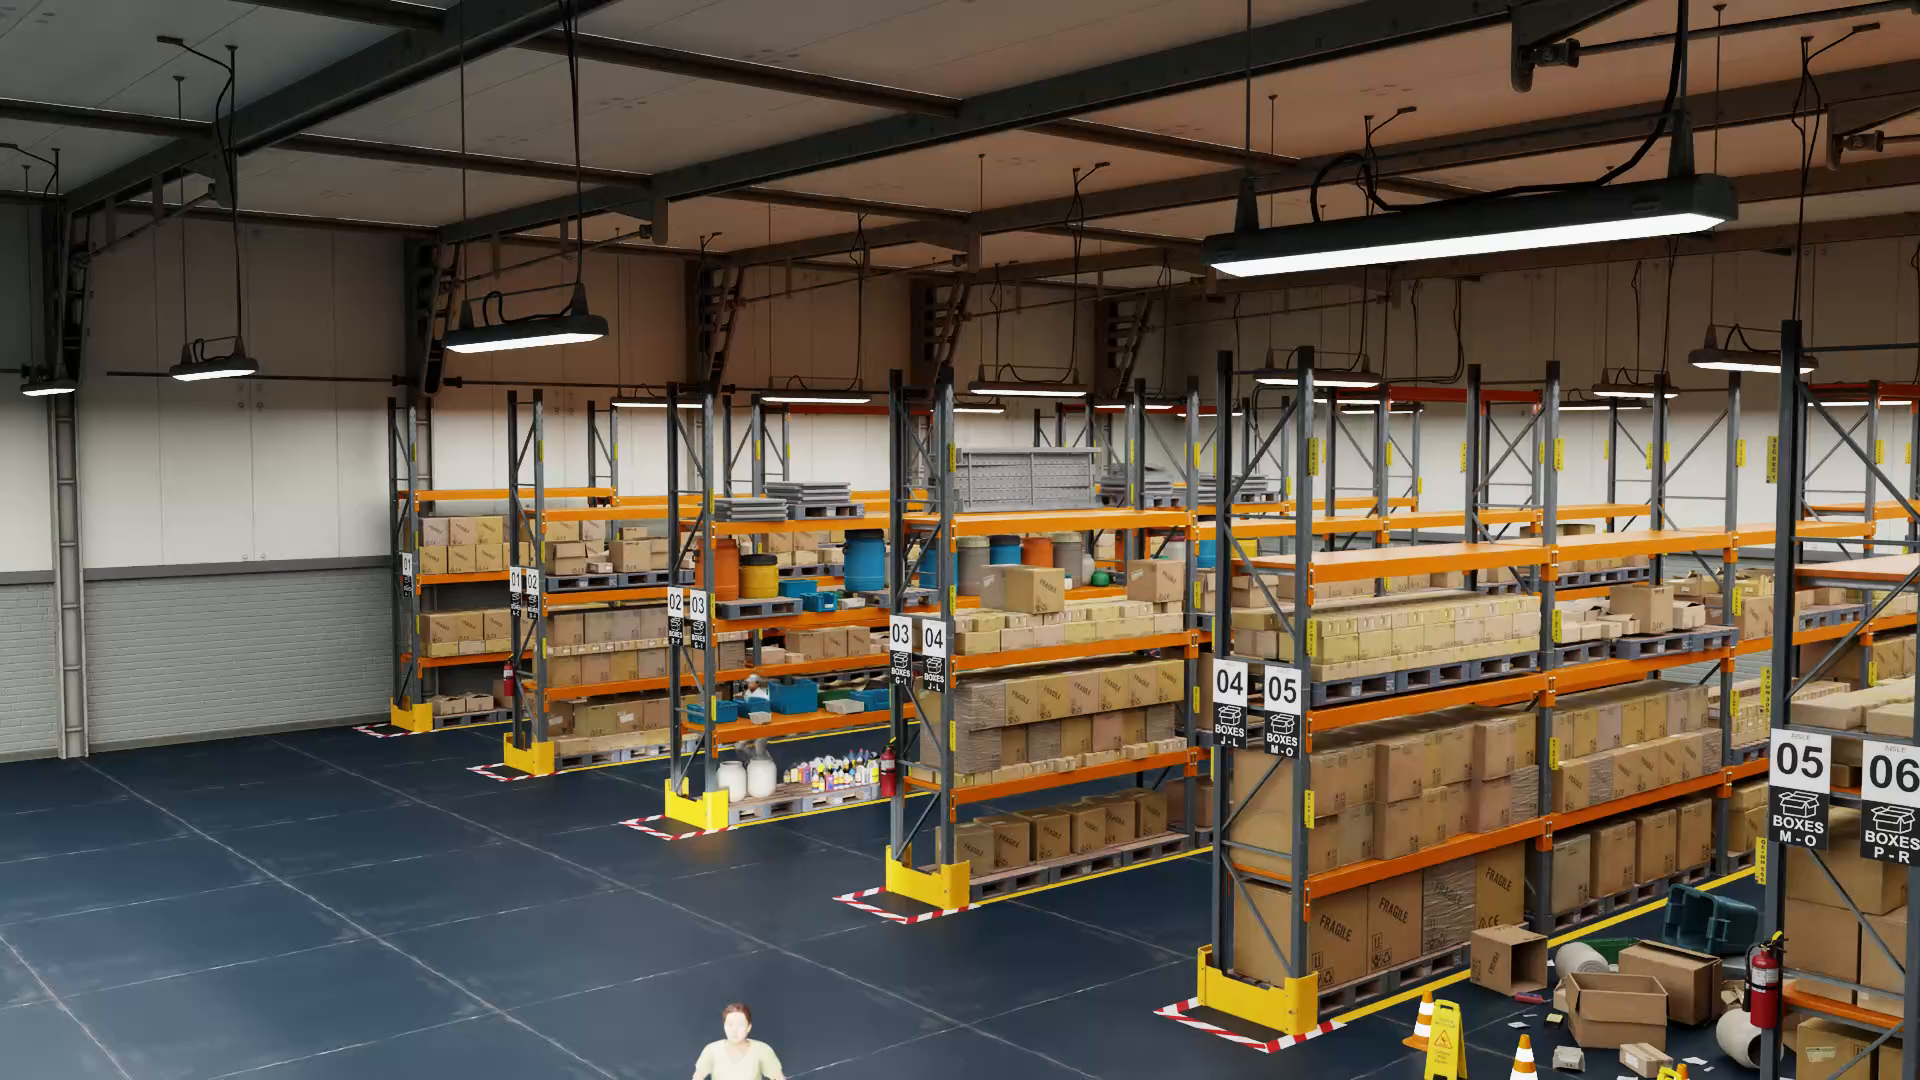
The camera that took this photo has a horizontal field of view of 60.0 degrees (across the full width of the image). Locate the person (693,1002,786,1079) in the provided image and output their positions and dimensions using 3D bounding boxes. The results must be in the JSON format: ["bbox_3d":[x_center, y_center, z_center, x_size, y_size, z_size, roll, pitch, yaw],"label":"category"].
[{"bbox_3d":[-1.399,3.733,10.554,0.594,1.639,0.540,0,3,-5],"label":"person"}]

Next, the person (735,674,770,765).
[{"bbox_3d":[-3.158,2.854,25.433,0.576,1.631,0.712,3,4,37],"label":"person"}]
